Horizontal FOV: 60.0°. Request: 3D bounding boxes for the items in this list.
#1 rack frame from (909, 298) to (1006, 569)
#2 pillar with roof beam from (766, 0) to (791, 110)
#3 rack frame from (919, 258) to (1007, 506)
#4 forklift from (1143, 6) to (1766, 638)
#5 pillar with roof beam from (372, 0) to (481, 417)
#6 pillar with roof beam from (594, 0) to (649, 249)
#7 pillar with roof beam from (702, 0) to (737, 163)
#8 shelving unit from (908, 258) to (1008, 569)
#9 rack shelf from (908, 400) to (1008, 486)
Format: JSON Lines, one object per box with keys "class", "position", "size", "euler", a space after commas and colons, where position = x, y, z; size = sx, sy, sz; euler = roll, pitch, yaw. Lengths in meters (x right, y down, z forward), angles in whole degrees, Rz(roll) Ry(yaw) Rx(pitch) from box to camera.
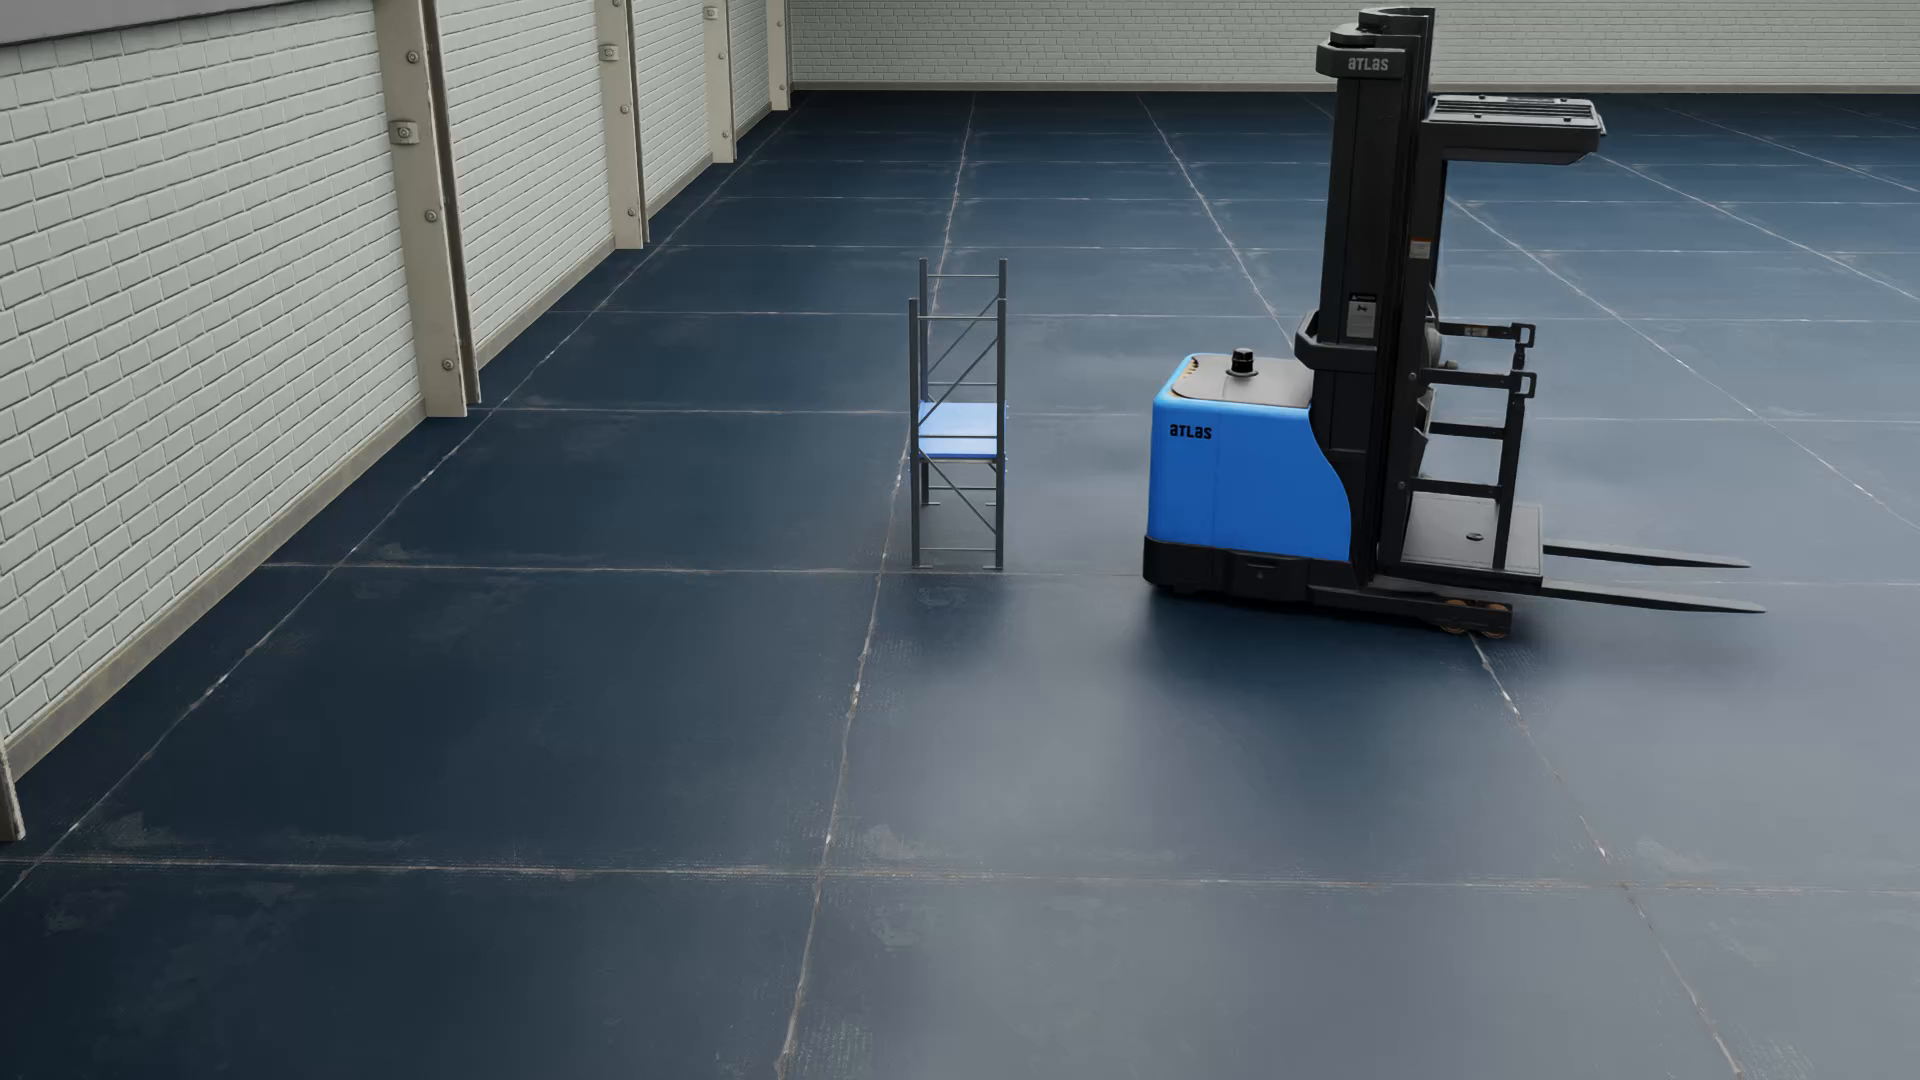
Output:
{"class": "rack frame", "position": [-0.013, -0.546, 8.863], "size": [0.500, 1.500, 0.032], "euler": [1, 21, 2]}
{"class": "pillar with roof beam", "position": [1.197, -11.600, 26.986], "size": [9.100, 9.000, 0.400], "euler": [1, 21, 2]}
{"class": "rack frame", "position": [0.018, -0.914, 9.811], "size": [0.500, 1.500, 0.032], "euler": [1, 21, 2]}
{"class": "forklift", "position": [2.546, -1.093, 8.294], "size": [3.031, 2.935, 1.130], "euler": [7, 22, 16]}
{"class": "pillar with roof beam", "position": [0.649, -5.092, 10.213], "size": [9.100, 9.000, 0.400], "euler": [1, 21, 2]}
{"class": "pillar with roof beam", "position": [0.832, -7.262, 15.804], "size": [9.100, 9.000, 0.400], "euler": [1, 21, 2]}
{"class": "pillar with roof beam", "position": [1.014, -9.431, 21.395], "size": [9.100, 9.000, 0.400], "euler": [1, 21, 2]}
{"class": "shelving unit", "position": [0.003, -0.730, 9.337], "size": [0.538, 1.500, 1.048], "euler": [1, 21, 2]}
{"class": "rack shelf", "position": [0.003, -0.562, 9.402], "size": [0.538, 0.185, 1.000], "euler": [1, 21, 2]}
